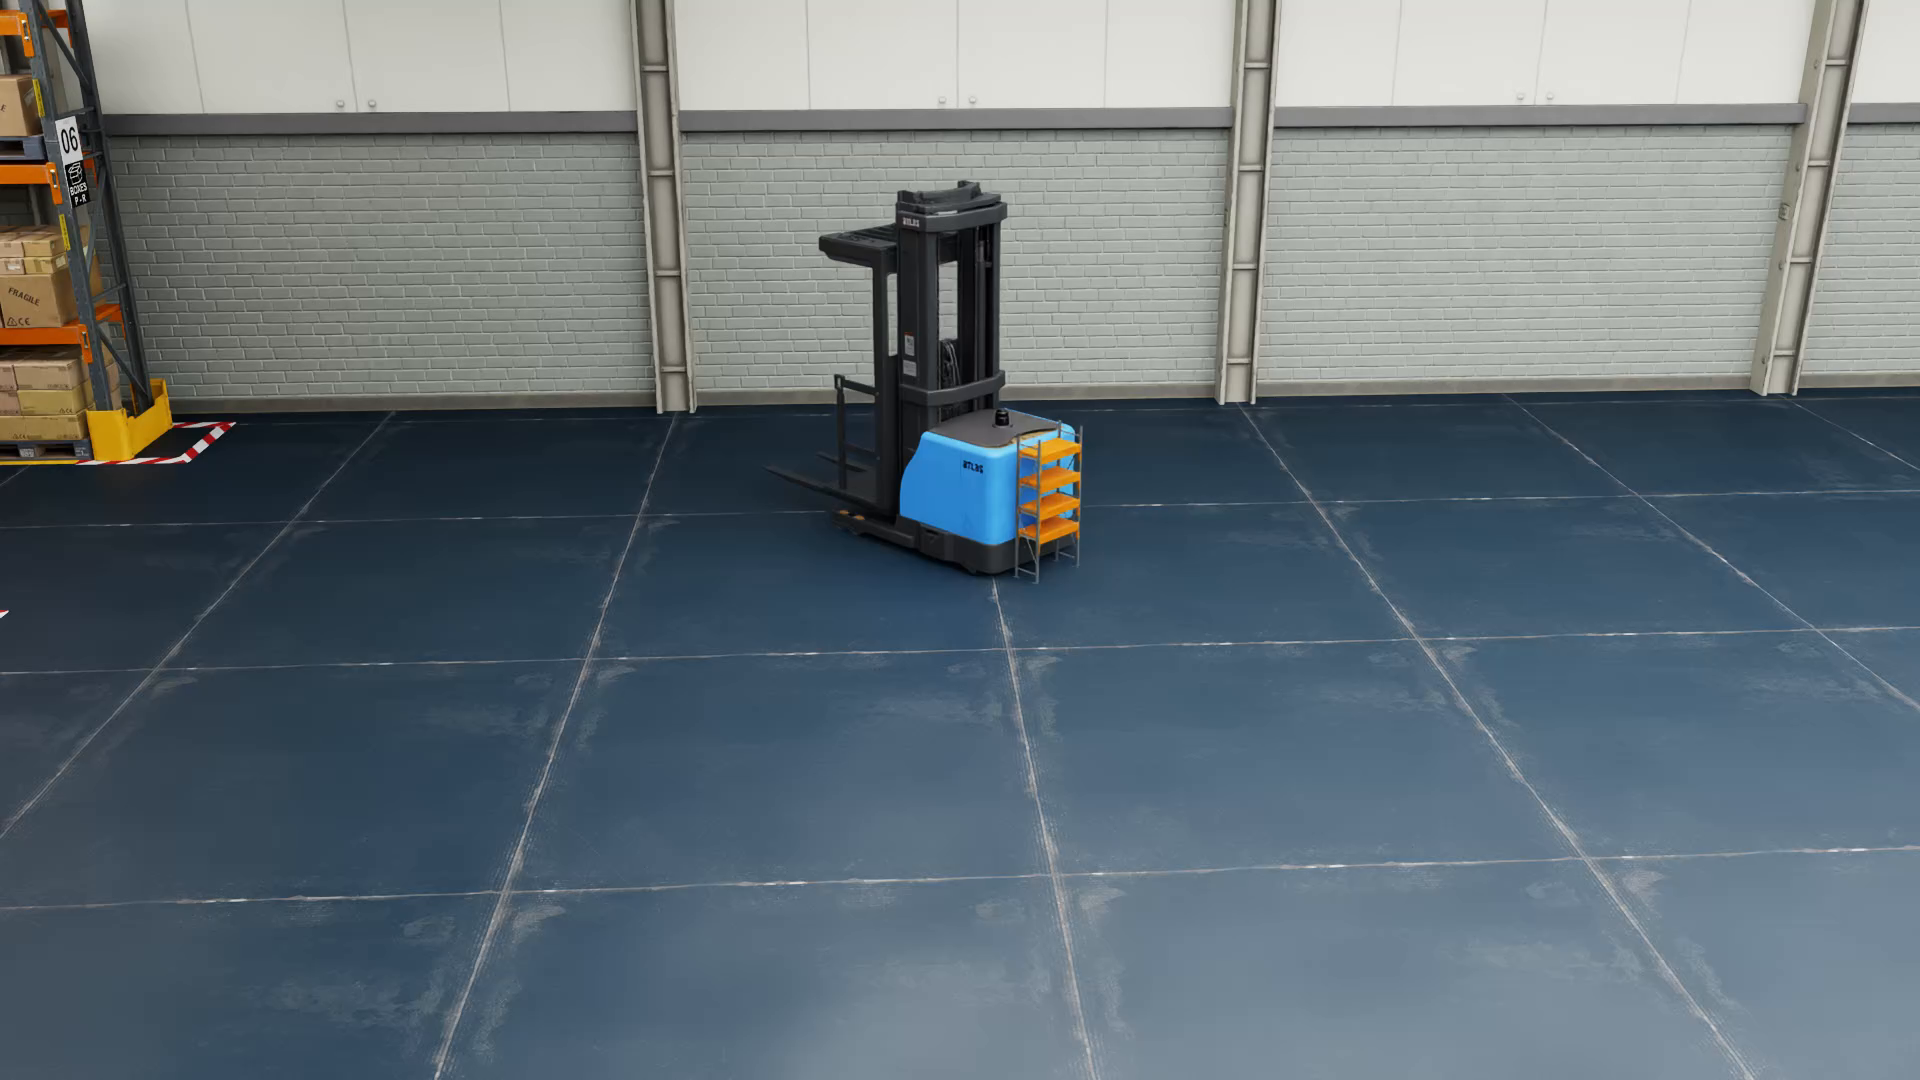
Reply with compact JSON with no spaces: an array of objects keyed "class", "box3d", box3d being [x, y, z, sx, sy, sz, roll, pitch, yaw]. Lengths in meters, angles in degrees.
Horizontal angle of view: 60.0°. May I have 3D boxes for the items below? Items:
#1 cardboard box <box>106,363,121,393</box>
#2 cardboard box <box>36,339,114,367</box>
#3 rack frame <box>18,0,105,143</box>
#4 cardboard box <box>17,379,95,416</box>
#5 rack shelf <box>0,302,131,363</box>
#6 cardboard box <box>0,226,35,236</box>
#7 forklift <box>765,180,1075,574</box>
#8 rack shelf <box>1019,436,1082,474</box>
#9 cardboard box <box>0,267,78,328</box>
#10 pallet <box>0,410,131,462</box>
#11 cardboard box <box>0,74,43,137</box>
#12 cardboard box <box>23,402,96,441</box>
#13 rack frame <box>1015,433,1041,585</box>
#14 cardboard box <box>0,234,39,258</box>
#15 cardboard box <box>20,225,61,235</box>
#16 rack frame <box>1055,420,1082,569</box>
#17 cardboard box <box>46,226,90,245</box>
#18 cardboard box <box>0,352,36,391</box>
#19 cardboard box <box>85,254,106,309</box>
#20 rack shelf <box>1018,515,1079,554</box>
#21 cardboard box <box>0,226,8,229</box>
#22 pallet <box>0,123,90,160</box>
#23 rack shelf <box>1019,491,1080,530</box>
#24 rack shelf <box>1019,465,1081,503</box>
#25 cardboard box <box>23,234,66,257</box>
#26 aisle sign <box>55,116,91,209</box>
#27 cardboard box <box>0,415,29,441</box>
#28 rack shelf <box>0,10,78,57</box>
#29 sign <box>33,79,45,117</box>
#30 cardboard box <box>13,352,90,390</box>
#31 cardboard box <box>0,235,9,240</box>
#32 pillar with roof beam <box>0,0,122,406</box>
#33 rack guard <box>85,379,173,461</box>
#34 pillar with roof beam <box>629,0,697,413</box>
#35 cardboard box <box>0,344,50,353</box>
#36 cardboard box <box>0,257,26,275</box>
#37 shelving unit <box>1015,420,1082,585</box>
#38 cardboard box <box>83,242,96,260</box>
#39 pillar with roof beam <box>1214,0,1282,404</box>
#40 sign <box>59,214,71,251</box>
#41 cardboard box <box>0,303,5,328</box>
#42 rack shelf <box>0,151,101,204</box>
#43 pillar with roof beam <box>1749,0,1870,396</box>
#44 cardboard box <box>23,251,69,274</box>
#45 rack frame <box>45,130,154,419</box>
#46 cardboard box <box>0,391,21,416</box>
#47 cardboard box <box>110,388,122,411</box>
[{"class":"cardboard box","box3d":[-8.737,-1.579,16.556,0.500,0.250,0.500,-1,21,-2]},{"class":"cardboard box","box3d":[-8.747,-1.806,16.449,0.500,0.250,0.500,-1,21,-4]},{"class":"rack frame","box3d":[-8.256,-5.174,14.994,0.127,3.000,1.000,-1,21,-3]},{"class":"cardboard box","box3d":[-8.724,-1.394,16.069,0.500,0.250,0.500,-1,21,-4]},{"class":"rack shelf","box3d":[-10.253,-1.993,16.083,4.000,0.370,1.077,-1,21,-3]},{"class":"cardboard box","box3d":[-9.130,-2.924,16.047,0.250,0.149,0.380,-1,21,-2]},{"class":"forklift","box3d":[-0.465,-1.530,13.952,3.031,2.935,1.130,19,28,41]},{"class":"rack shelf","box3d":[0.698,-0.665,13.007,0.258,0.148,0.480,19,28,41]},{"class":"cardboard box","box3d":[-8.732,-2.313,15.772,0.500,0.500,0.500,-2,21,-4]},{"class":"pallet","box3d":[-9.017,-1.036,16.478,1.213,0.211,1.003,-1,21,-3]},{"class":"cardboard box","box3d":[-8.684,-3.966,15.167,0.500,0.500,0.500,0,21,-1]},{"class":"cardboard box","box3d":[-8.707,-1.159,16.156,0.500,0.250,0.500,-1,21,-3]},{"class":"rack frame","box3d":[0.528,-0.235,12.983,0.240,1.200,0.015,19,28,41]},{"class":"cardboard box","box3d":[-8.846,-2.761,15.618,0.250,0.149,0.380,-1,21,-3]},{"class":"cardboard box","box3d":[-8.873,-2.945,16.101,0.250,0.149,0.380,0,21,-1]},{"class":"rack frame","box3d":[0.868,-0.360,13.311,0.240,1.200,0.015,19,28,41]},{"class":"cardboard box","box3d":[-8.604,-2.928,16.057,0.250,0.149,0.380,-2,21,-4]},{"class":"cardboard box","box3d":[-9.207,-1.616,15.950,0.500,0.250,0.500,-1,21,-2]},{"class":"cardboard box","box3d":[-8.766,-2.505,16.276,0.500,0.500,0.500,0,21,-1]},{"class":"rack shelf","box3d":[0.697,-0.049,13.242,0.258,0.148,0.480,19,28,41]},{"class":"cardboard box","box3d":[-9.377,-2.924,16.048,0.250,0.149,0.380,-1,21,-3]},{"class":"pallet","box3d":[-8.963,-3.725,15.530,1.213,0.211,1.003,-1,21,-3]},{"class":"rack shelf","box3d":[0.698,-0.235,13.171,0.258,0.148,0.480,19,28,41]},{"class":"rack shelf","box3d":[0.698,-0.444,13.091,0.258,0.148,0.480,19,28,41]},{"class":"cardboard box","box3d":[-8.602,-2.777,15.660,0.250,0.149,0.380,-1,21,-3]},{"class":"aisle sign","box3d":[-8.174,-3.482,15.328,0.004,0.787,0.394,-1,21,-3]},{"class":"cardboard box","box3d":[-9.204,-1.153,16.139,0.500,0.250,0.500,-1,21,-3]},{"class":"rack shelf","box3d":[-10.253,-4.610,15.087,4.000,0.370,1.077,-1,21,-3]},{"class":"sign","box3d":[-8.239,-3.956,14.877,0.005,0.325,0.100,-1,21,-3]},{"class":"cardboard box","box3d":[-8.698,-1.628,15.983,0.500,0.250,0.500,0,21,-1]},{"class":"cardboard box","box3d":[-9.106,-2.746,15.578,0.250,0.149,0.380,-1,21,-2]},{"class":"pillar with roof beam","box3d":[-8.757,-3.950,11.781,0.400,9.000,9.100,-1,21,-3]},{"class":"rack guard","box3d":[-8.232,-1.202,16.508,0.348,0.500,1.175,-1,21,-3]},{"class":"pillar with roof beam","box3d":[-2.767,-4.072,12.101,0.400,9.000,9.100,-1,21,-3]},{"class":"cardboard box","box3d":[-9.245,-1.795,16.419,0.500,0.250,0.500,-1,21,-3]},{"class":"cardboard box","box3d":[-8.840,-2.598,15.607,0.250,0.149,0.380,-1,21,-2]},{"class":"shelving unit","box3d":[0.698,-0.298,13.147,0.258,1.200,0.503,19,28,41]},{"class":"cardboard box","box3d":[-8.610,-2.805,16.152,0.250,0.149,0.380,-2,21,-4]},{"class":"pillar with roof beam","box3d":[3.224,-4.194,12.421,0.400,9.000,9.100,-1,21,-3]},{"class":"sign","box3d":[-8.239,-2.829,15.306,0.005,0.325,0.100,-1,21,-3]},{"class":"cardboard box","box3d":[-9.251,-2.306,15.753,0.500,0.500,0.500,-1,21,-1]},{"class":"rack shelf","box3d":[-10.253,-3.395,15.549,4.000,0.370,1.077,-1,21,-3]},{"class":"pillar with roof beam","box3d":[9.214,-4.316,12.741,0.400,9.000,9.100,-1,21,-3]},{"class":"cardboard box","box3d":[-8.586,-2.613,15.648,0.250,0.149,0.380,-1,21,-2]},{"class":"rack frame","box3d":[-8.256,-2.370,16.062,0.127,3.000,1.000,-1,21,-3]},{"class":"cardboard box","box3d":[-9.225,-1.388,16.053,0.500,0.250,0.500,-1,21,-4]},{"class":"cardboard box","box3d":[-8.758,-1.341,16.632,0.500,0.250,0.500,-1,21,-3]}]
